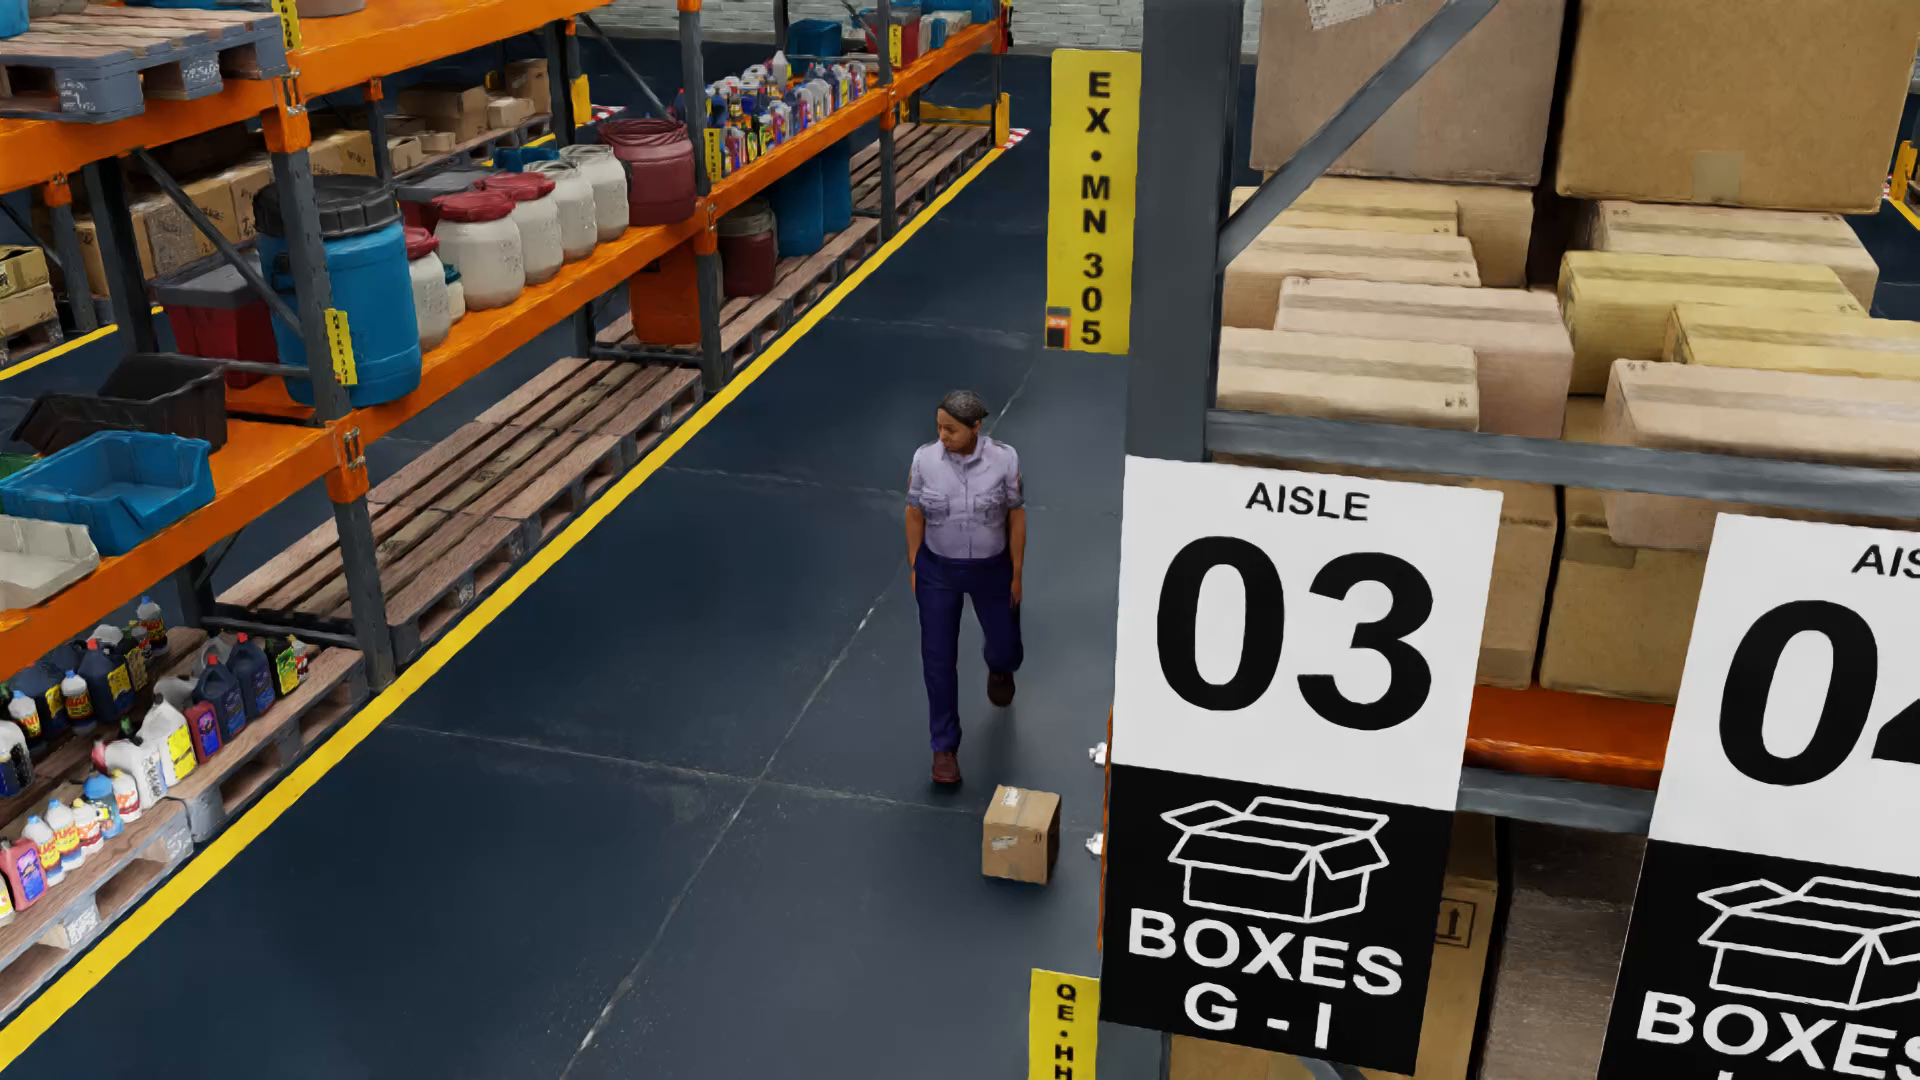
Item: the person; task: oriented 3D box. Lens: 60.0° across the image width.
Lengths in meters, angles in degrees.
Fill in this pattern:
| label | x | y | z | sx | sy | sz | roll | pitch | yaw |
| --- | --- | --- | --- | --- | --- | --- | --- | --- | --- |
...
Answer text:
| label | x | y | z | sx | sy | sz | roll | pitch | yaw |
| --- | --- | --- | --- | --- | --- | --- | --- | --- | --- |
| person | 0.021 | 0.125 | 6.853 | 0.494 | 1.628 | 0.817 | 0 | 25 | 1 |
